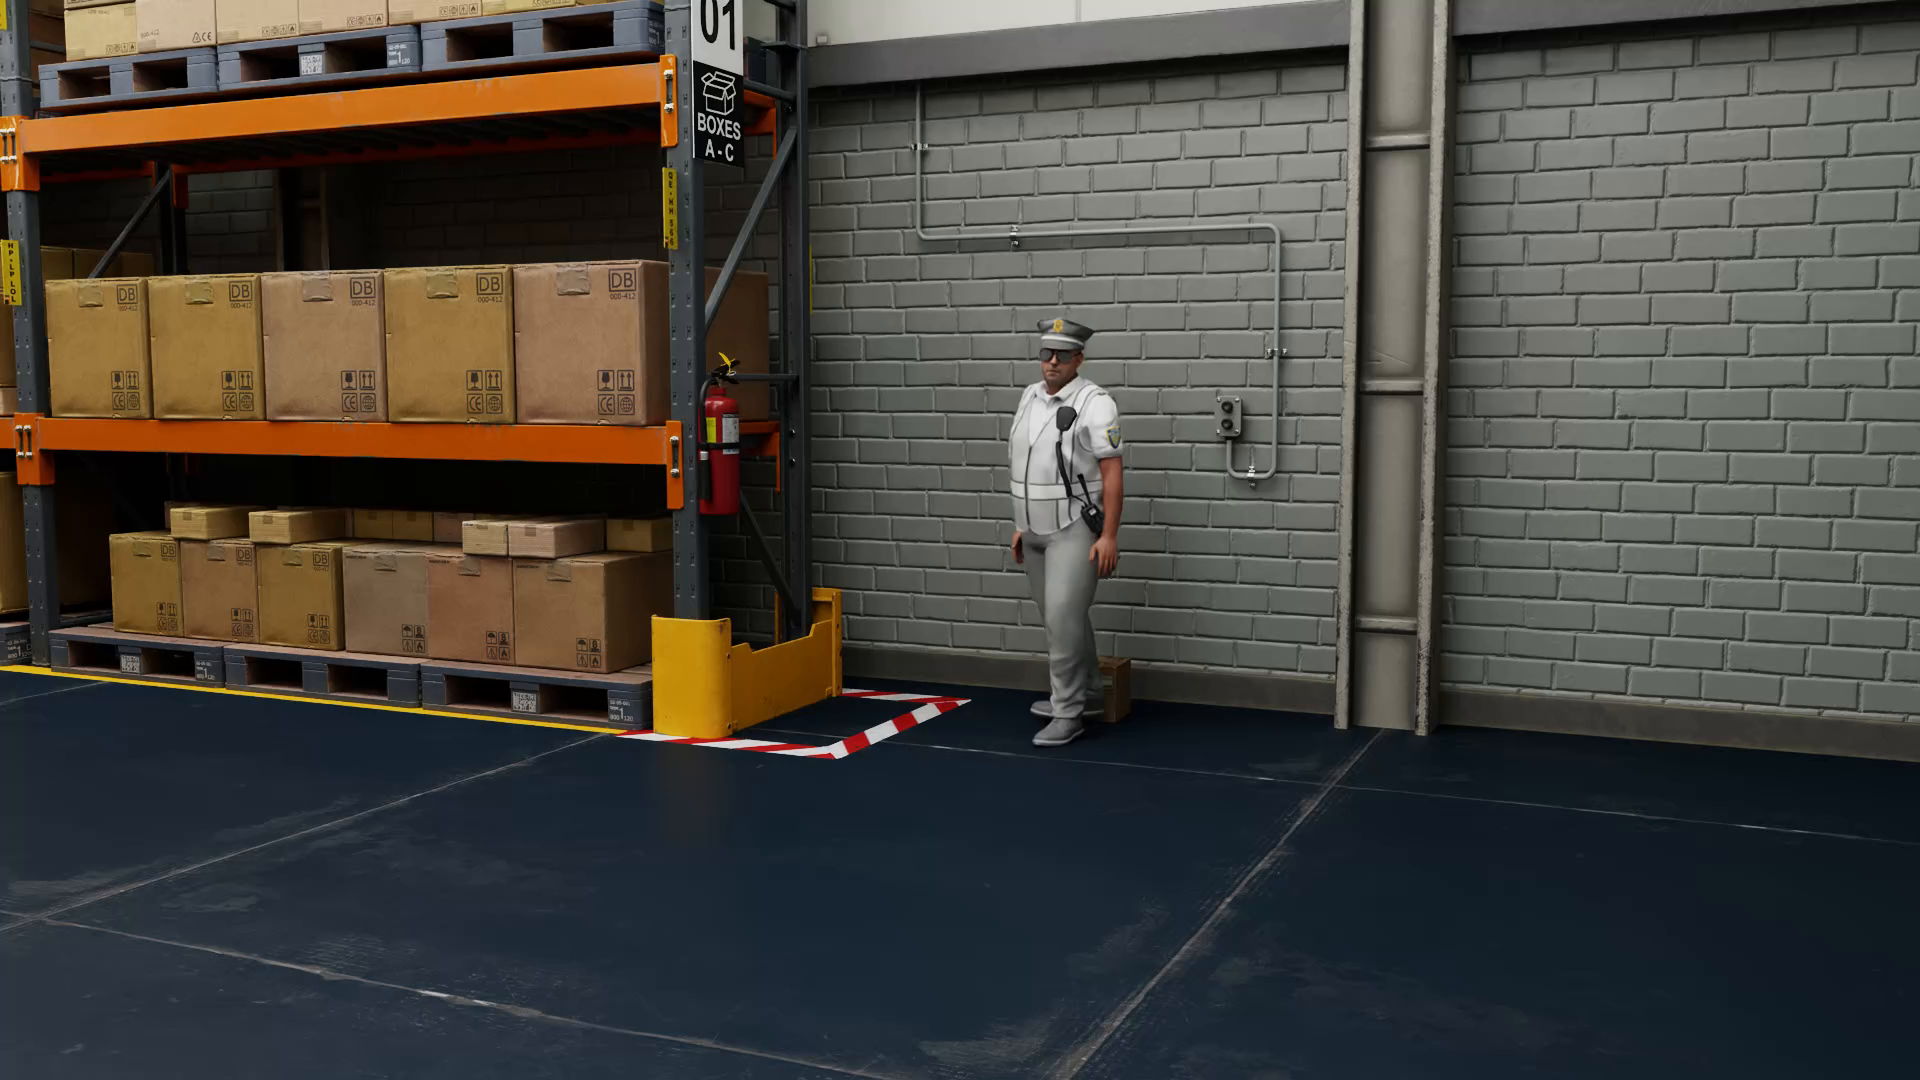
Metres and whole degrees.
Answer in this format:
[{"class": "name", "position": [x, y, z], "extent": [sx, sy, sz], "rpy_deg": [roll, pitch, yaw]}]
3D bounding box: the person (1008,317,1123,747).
[{"class": "person", "position": [0.451, -0.049, 6.990], "extent": [0.586, 1.747, 0.569], "rpy_deg": [-4, 7, -39]}]
